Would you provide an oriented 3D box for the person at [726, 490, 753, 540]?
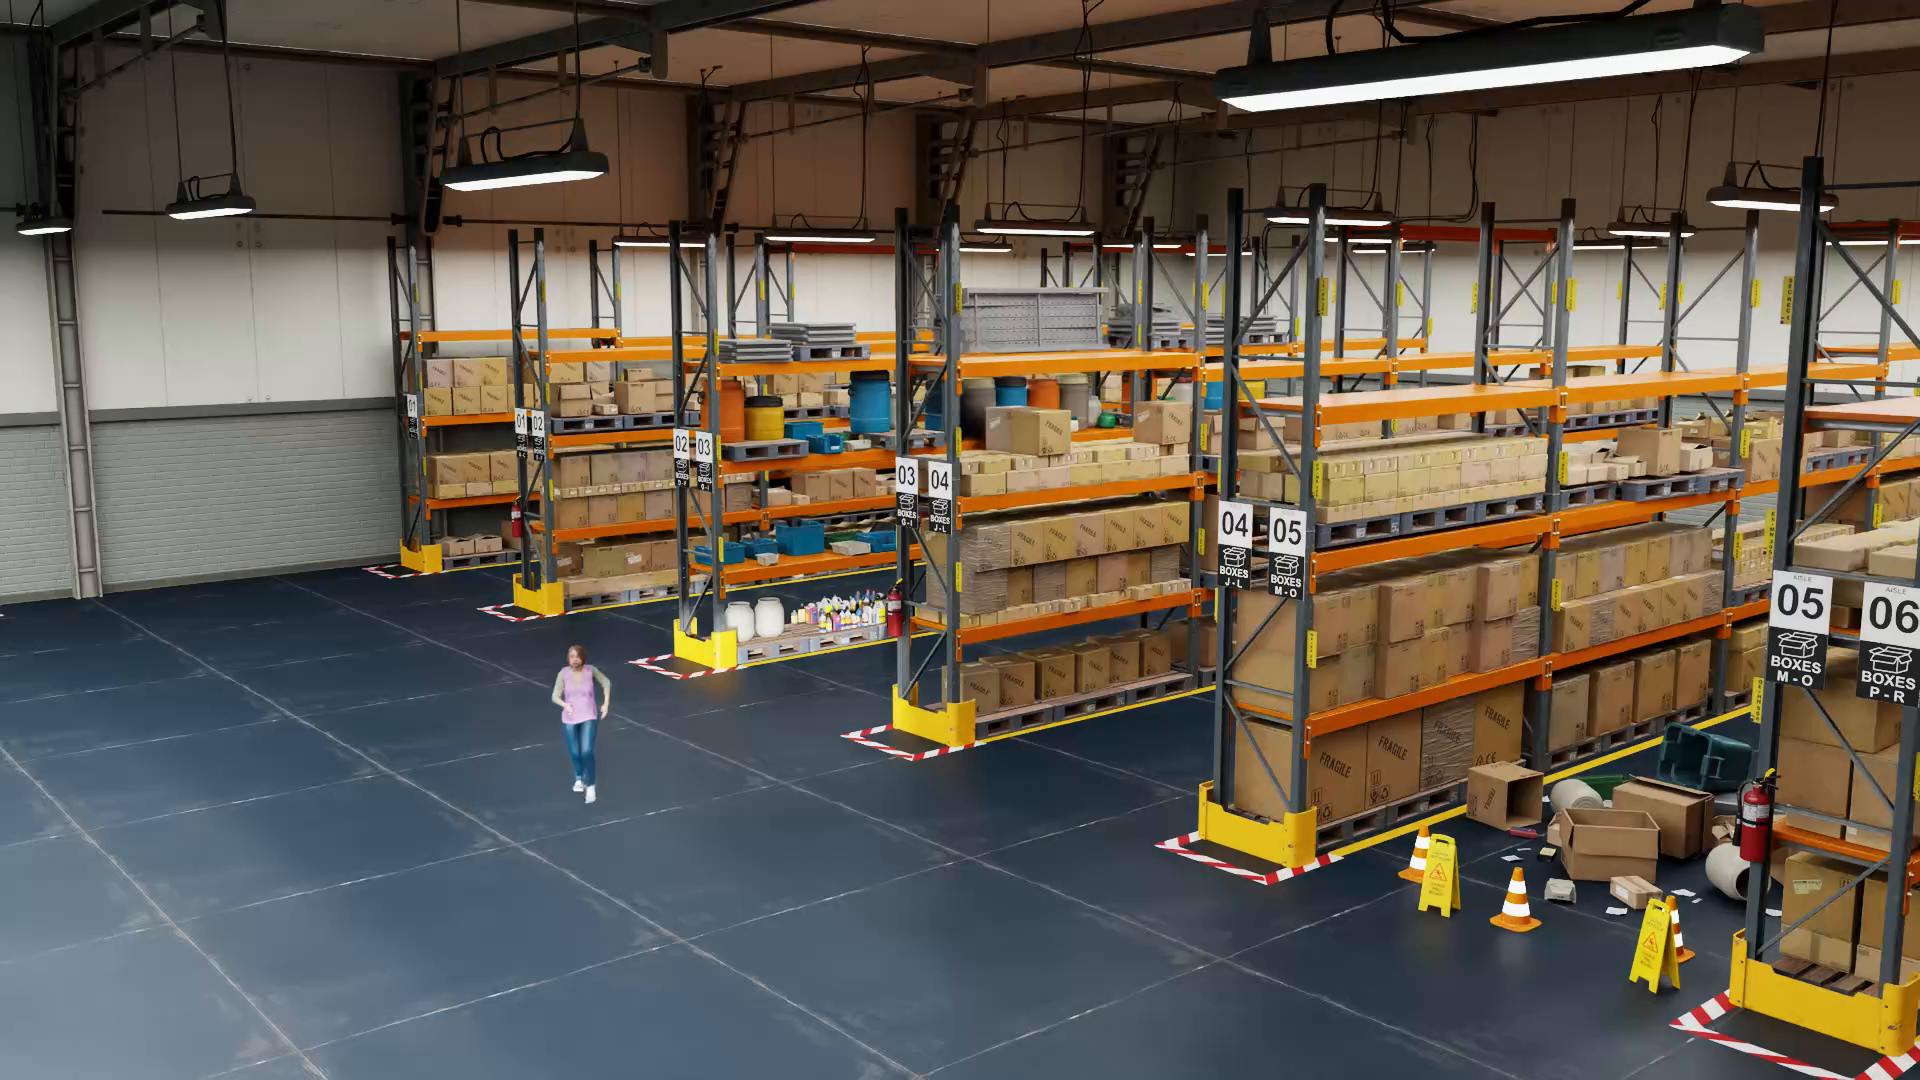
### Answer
[{"bbox_3d":[-4.252,-0.459,31.149,0.637,1.763,0.711,8,12,42],"label":"person"}]

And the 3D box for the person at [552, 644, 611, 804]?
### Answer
[{"bbox_3d":[-3.795,1.844,16.672,0.555,1.633,0.679,-1,9,-5],"label":"person"}]
